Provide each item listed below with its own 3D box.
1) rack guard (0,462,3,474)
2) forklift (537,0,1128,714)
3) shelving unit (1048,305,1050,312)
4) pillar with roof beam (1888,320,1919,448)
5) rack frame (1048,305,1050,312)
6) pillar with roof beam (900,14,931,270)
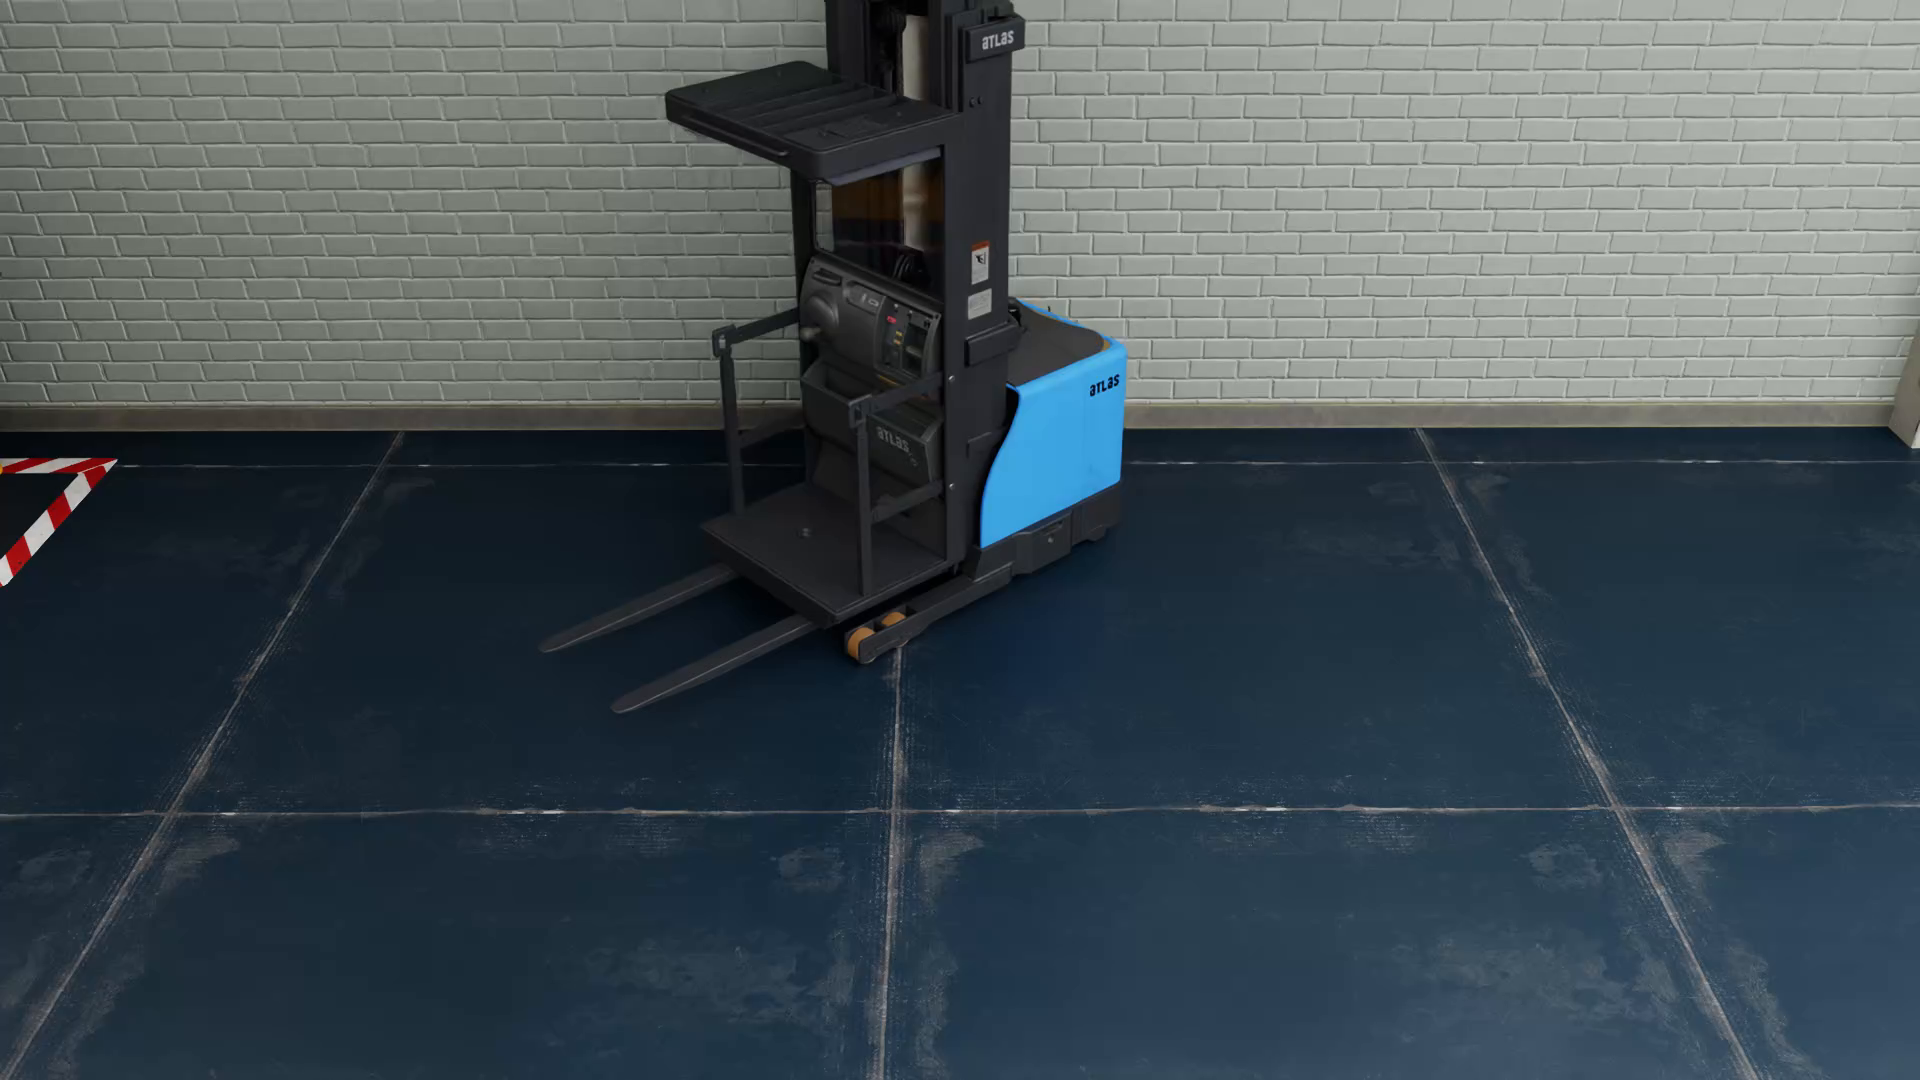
[{"bbox_3d":[-5.571,-0.324,8.803,0.348,0.500,1.175,0,31,0],"label":"rack guard"},{"bbox_3d":[-0.574,-0.981,7.541,3.031,2.935,1.130,-25,39,-35],"label":"forklift"},{"bbox_3d":[0.428,-0.828,9.245,0.210,0.900,0.258,-11,33,-17],"label":"shelving unit"},{"bbox_3d":[5.729,-2.228,3.746,0.400,9.000,9.100,0,31,0],"label":"pillar with roof beam"},{"bbox_3d":[0.524,-0.846,9.274,0.006,0.900,0.240,-11,33,-17],"label":"rack frame"},{"bbox_3d":[-0.271,-2.209,3.715,0.400,9.000,9.100,0,31,0],"label":"pillar with roof beam"}]
